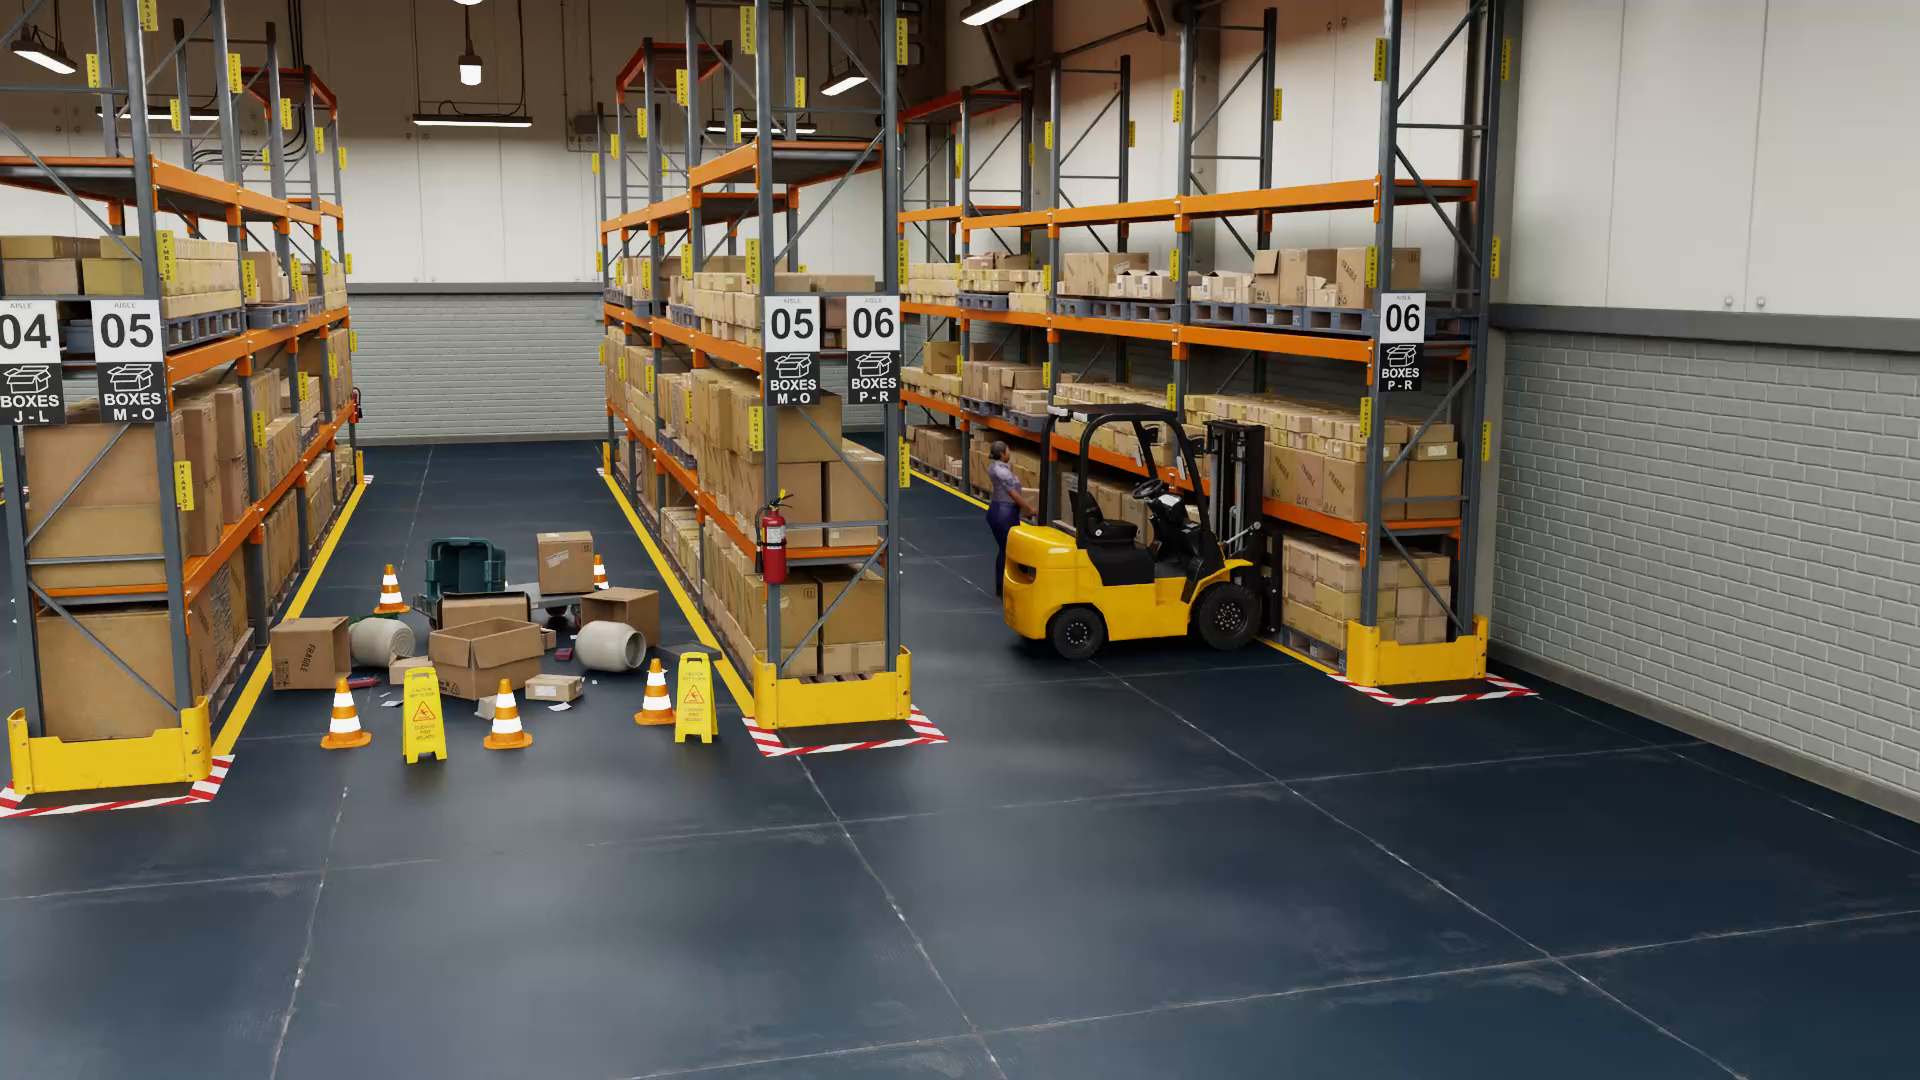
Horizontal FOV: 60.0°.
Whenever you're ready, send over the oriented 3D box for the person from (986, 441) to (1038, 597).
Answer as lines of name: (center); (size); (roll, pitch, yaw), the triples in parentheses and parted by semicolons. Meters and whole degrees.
person: (0.543, -0.212, 17.314); (0.513, 1.614, 0.453); (-2, 10, -15)
